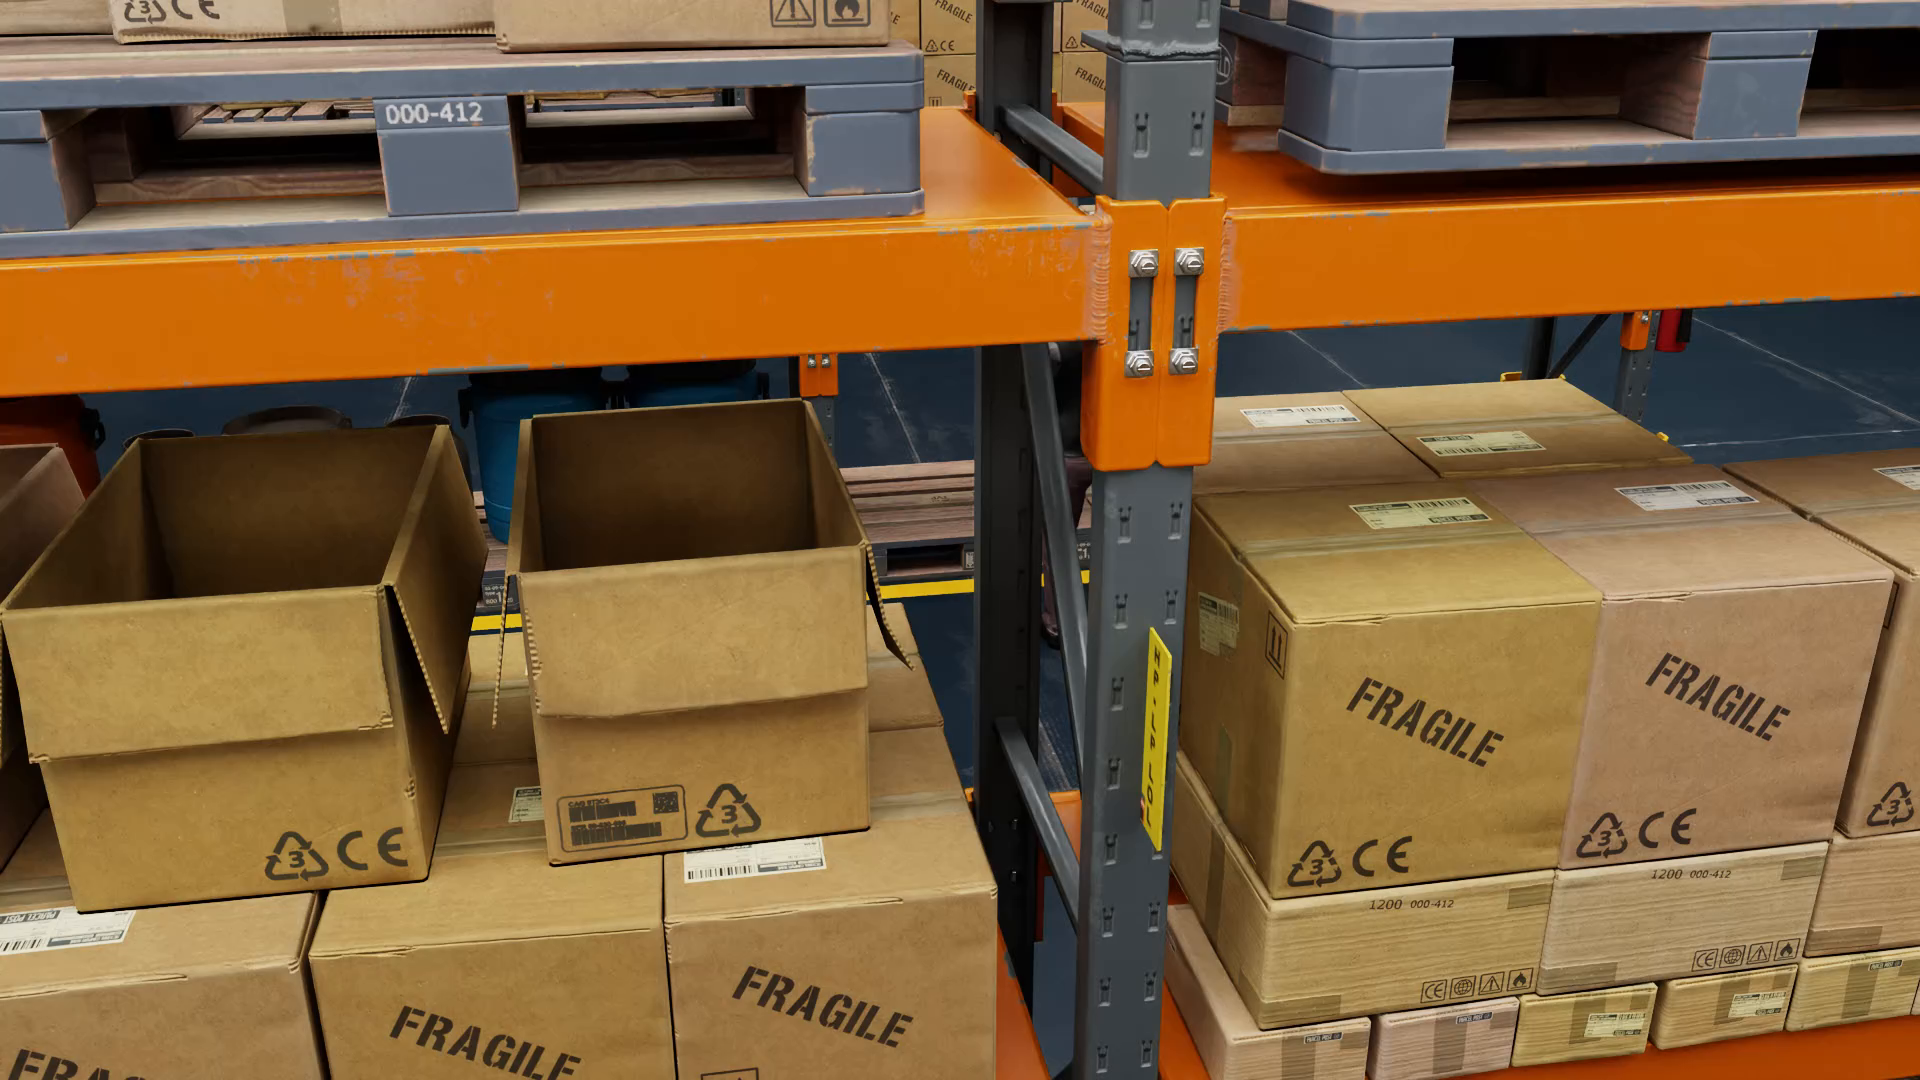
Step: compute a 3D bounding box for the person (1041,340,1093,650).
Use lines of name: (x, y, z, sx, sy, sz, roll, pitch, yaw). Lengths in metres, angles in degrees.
person: (0.526, -0.355, 6.957, 0.593, 1.720, 0.427, -6, 24, -13)
